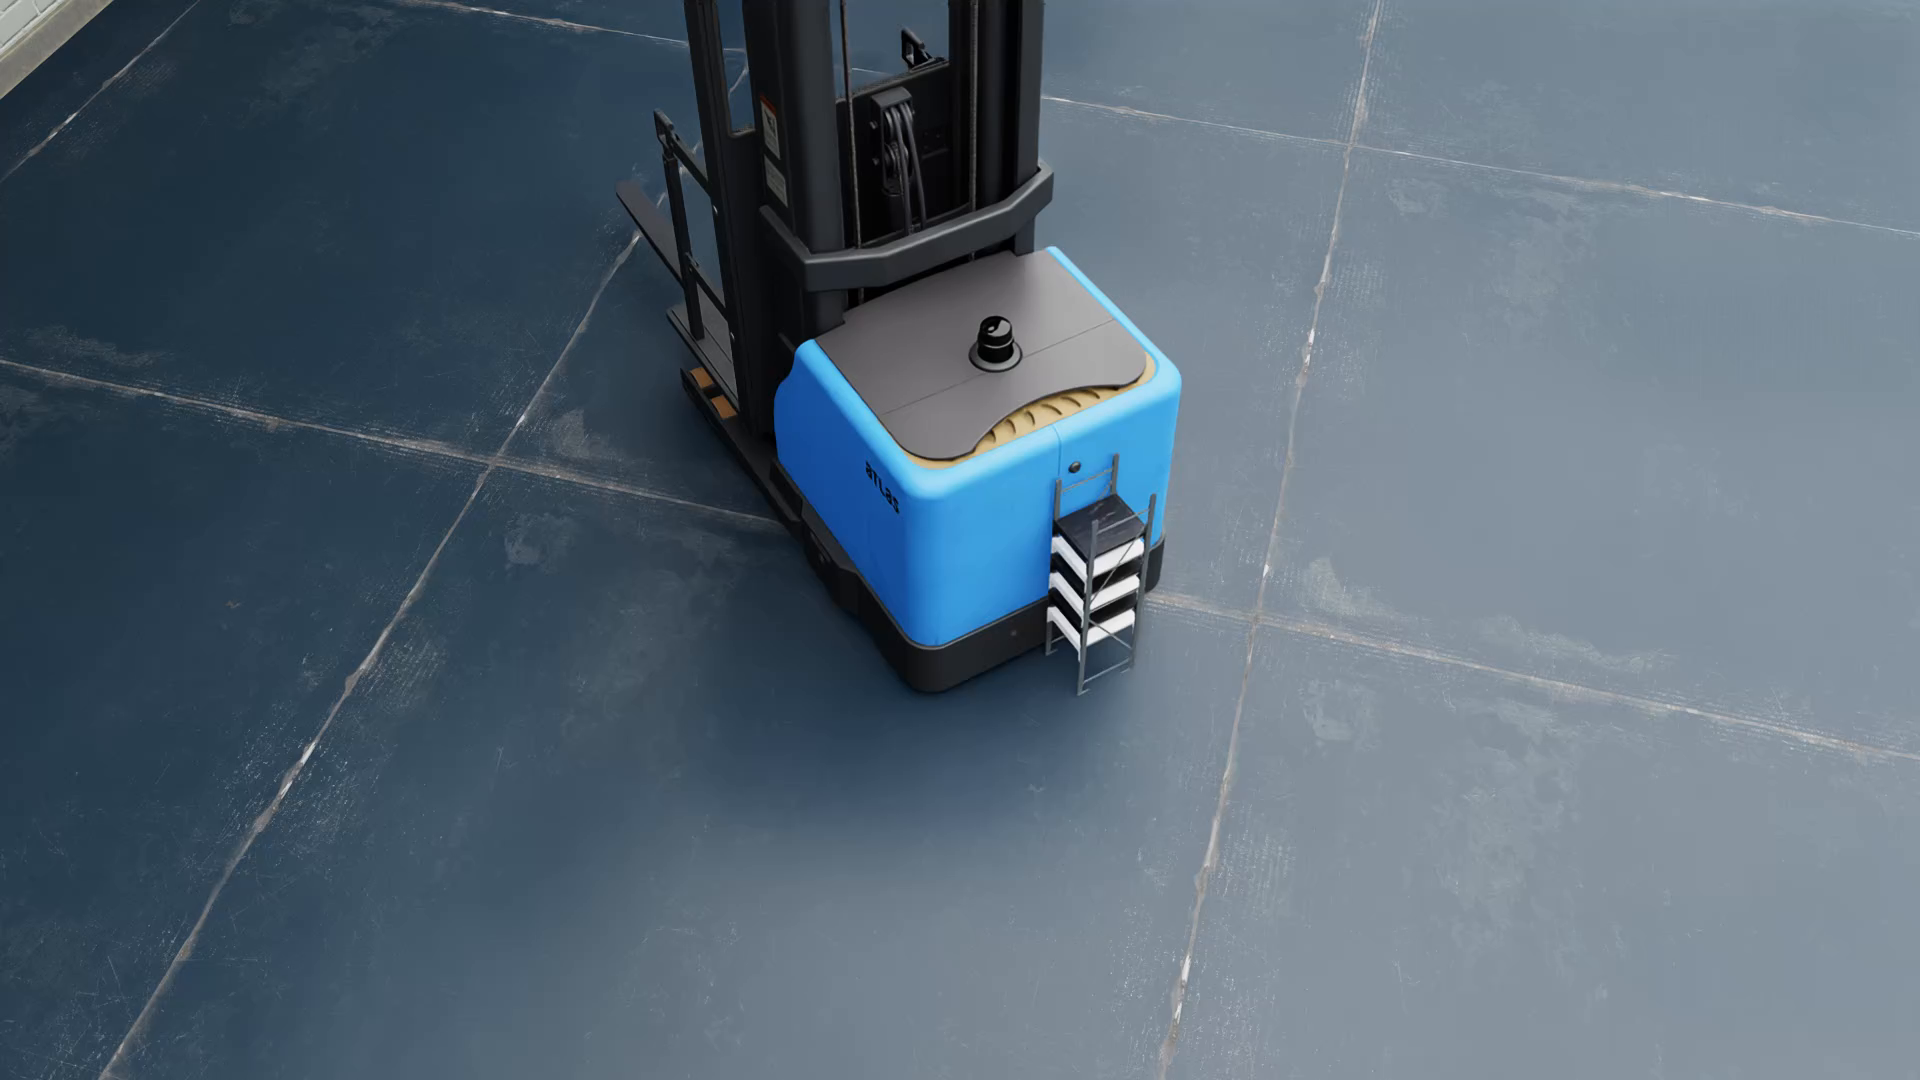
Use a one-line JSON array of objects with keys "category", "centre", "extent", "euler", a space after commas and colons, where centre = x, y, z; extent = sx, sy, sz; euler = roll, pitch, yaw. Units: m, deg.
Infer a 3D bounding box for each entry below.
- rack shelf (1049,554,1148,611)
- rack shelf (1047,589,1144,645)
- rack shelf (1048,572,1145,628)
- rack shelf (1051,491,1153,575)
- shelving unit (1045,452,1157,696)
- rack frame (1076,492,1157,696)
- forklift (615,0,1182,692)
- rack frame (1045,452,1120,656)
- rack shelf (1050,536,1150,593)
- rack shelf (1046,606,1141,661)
[{"category": "rack shelf", "centre": [0.456, 0.094, 5.491], "extent": [0.258, 0.077, 0.200], "euler": [-24, 53, -20]}, {"category": "rack shelf", "centre": [0.456, 0.213, 5.626], "extent": [0.258, 0.077, 0.200], "euler": [-24, 53, -20]}, {"category": "rack shelf", "centre": [0.456, 0.154, 5.558], "extent": [0.258, 0.077, 0.200], "euler": [-24, 53, -20]}, {"category": "rack shelf", "centre": [0.456, -0.025, 5.356], "extent": [0.258, 0.077, 0.200], "euler": [-24, 53, -20]}, {"category": "shelving unit", "centre": [0.456, 0.132, 5.533], "extent": [0.258, 0.900, 0.210], "euler": [-24, 53, -20]}, {"category": "rack frame", "centre": [0.509, 0.197, 5.476], "extent": [0.240, 0.900, 0.006], "euler": [-24, 53, -20]}, {"category": "forklift", "centre": [-0.460, -1.547, 5.661], "extent": [1.130, 2.935, 3.031], "euler": [-24, 53, -20]}, {"category": "rack frame", "centre": [0.404, 0.066, 5.591], "extent": [0.240, 0.900, 0.006], "euler": [-24, 53, -20]}, {"category": "rack shelf", "centre": [0.456, 0.035, 5.423], "extent": [0.258, 0.077, 0.200], "euler": [-24, 53, -20]}, {"category": "rack shelf", "centre": [0.456, 0.273, 5.693], "extent": [0.258, 0.077, 0.200], "euler": [-24, 53, -20]}]
